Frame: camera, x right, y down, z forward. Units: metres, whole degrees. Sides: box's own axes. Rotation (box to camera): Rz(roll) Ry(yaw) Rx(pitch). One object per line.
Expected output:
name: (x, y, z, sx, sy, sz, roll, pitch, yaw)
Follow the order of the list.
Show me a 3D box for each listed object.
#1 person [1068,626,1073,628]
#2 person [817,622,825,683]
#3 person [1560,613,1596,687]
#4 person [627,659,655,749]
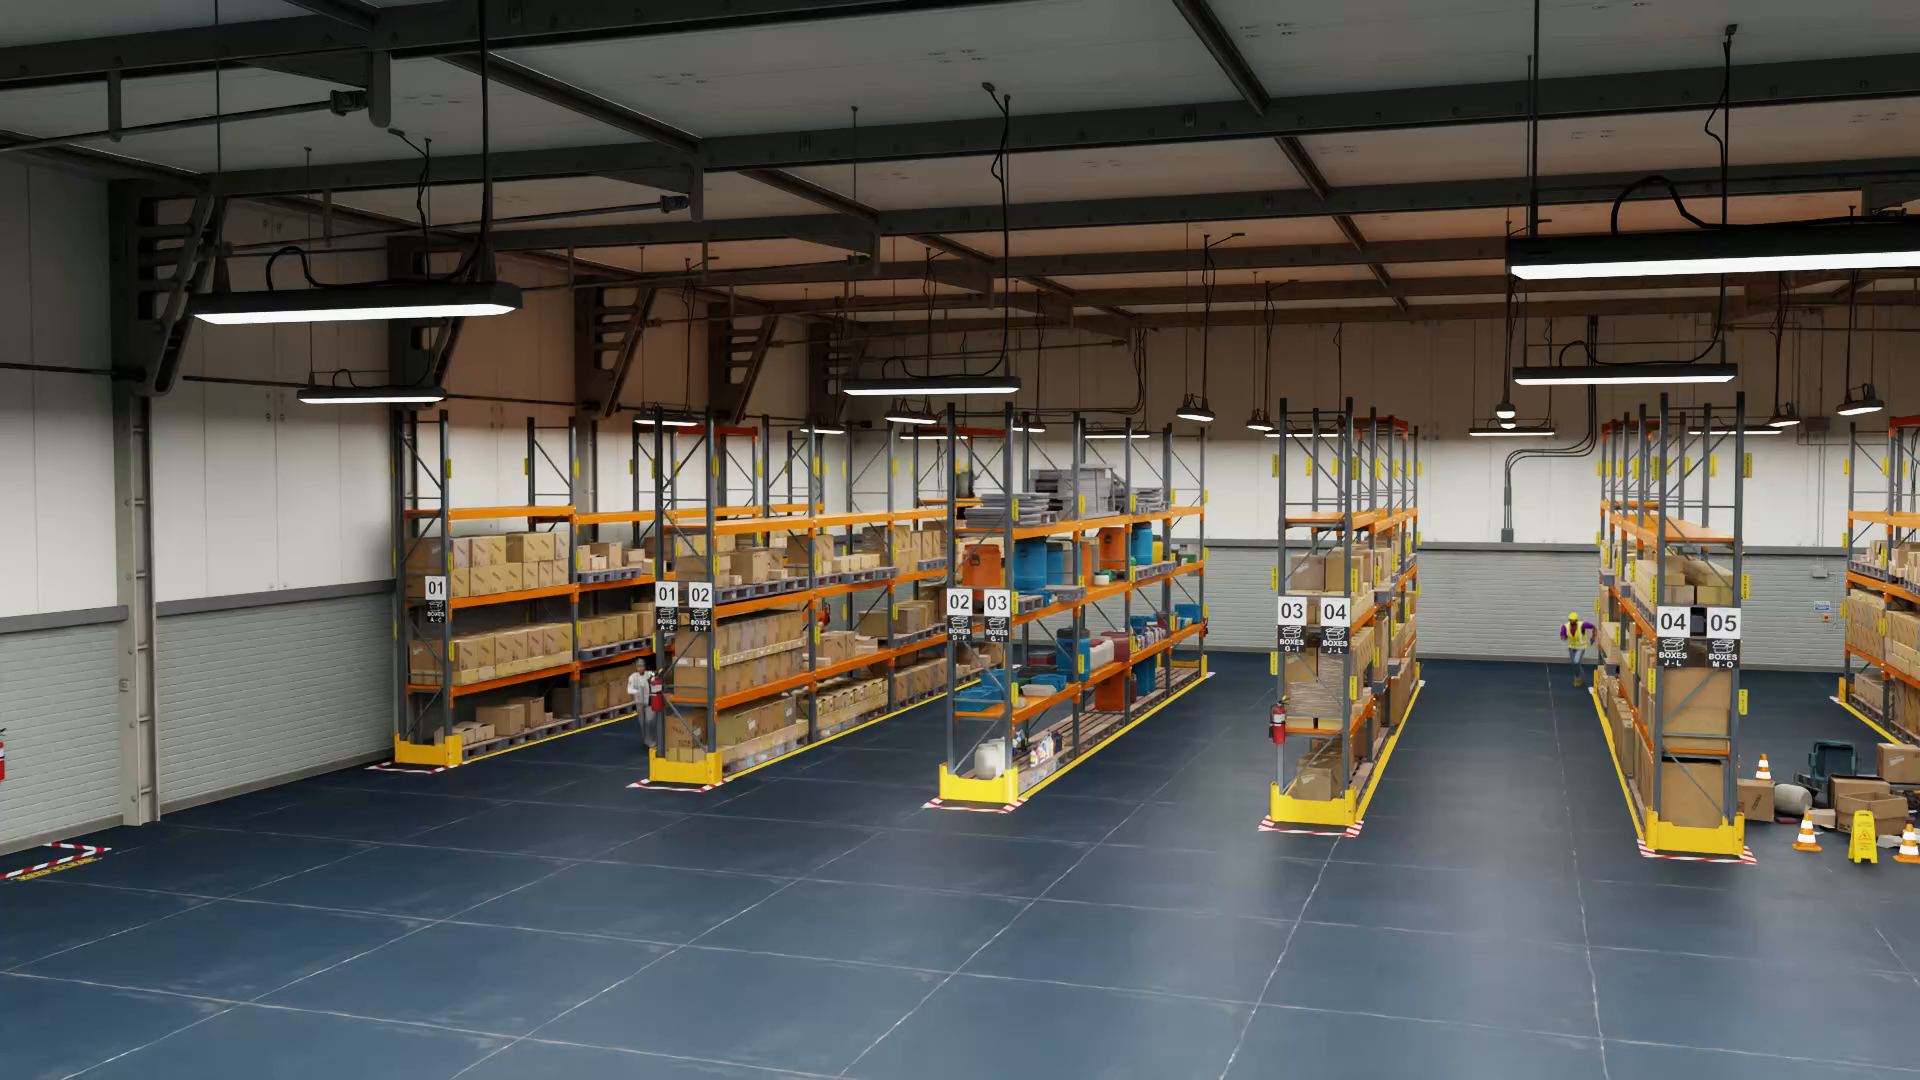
person: (2.522, 2.655, 36.849, 0.840, 1.553, 0.581, -2, 3, -40)
person: (-3.051, 2.617, 36.439, 0.657, 1.665, 0.557, 0, 2, 8)
person: (14.230, 2.540, 38.306, 0.733, 1.757, 0.920, 2, 3, 40)
person: (-5.649, 2.910, 29.757, 0.544, 1.632, 0.898, 0, 2, 0)
